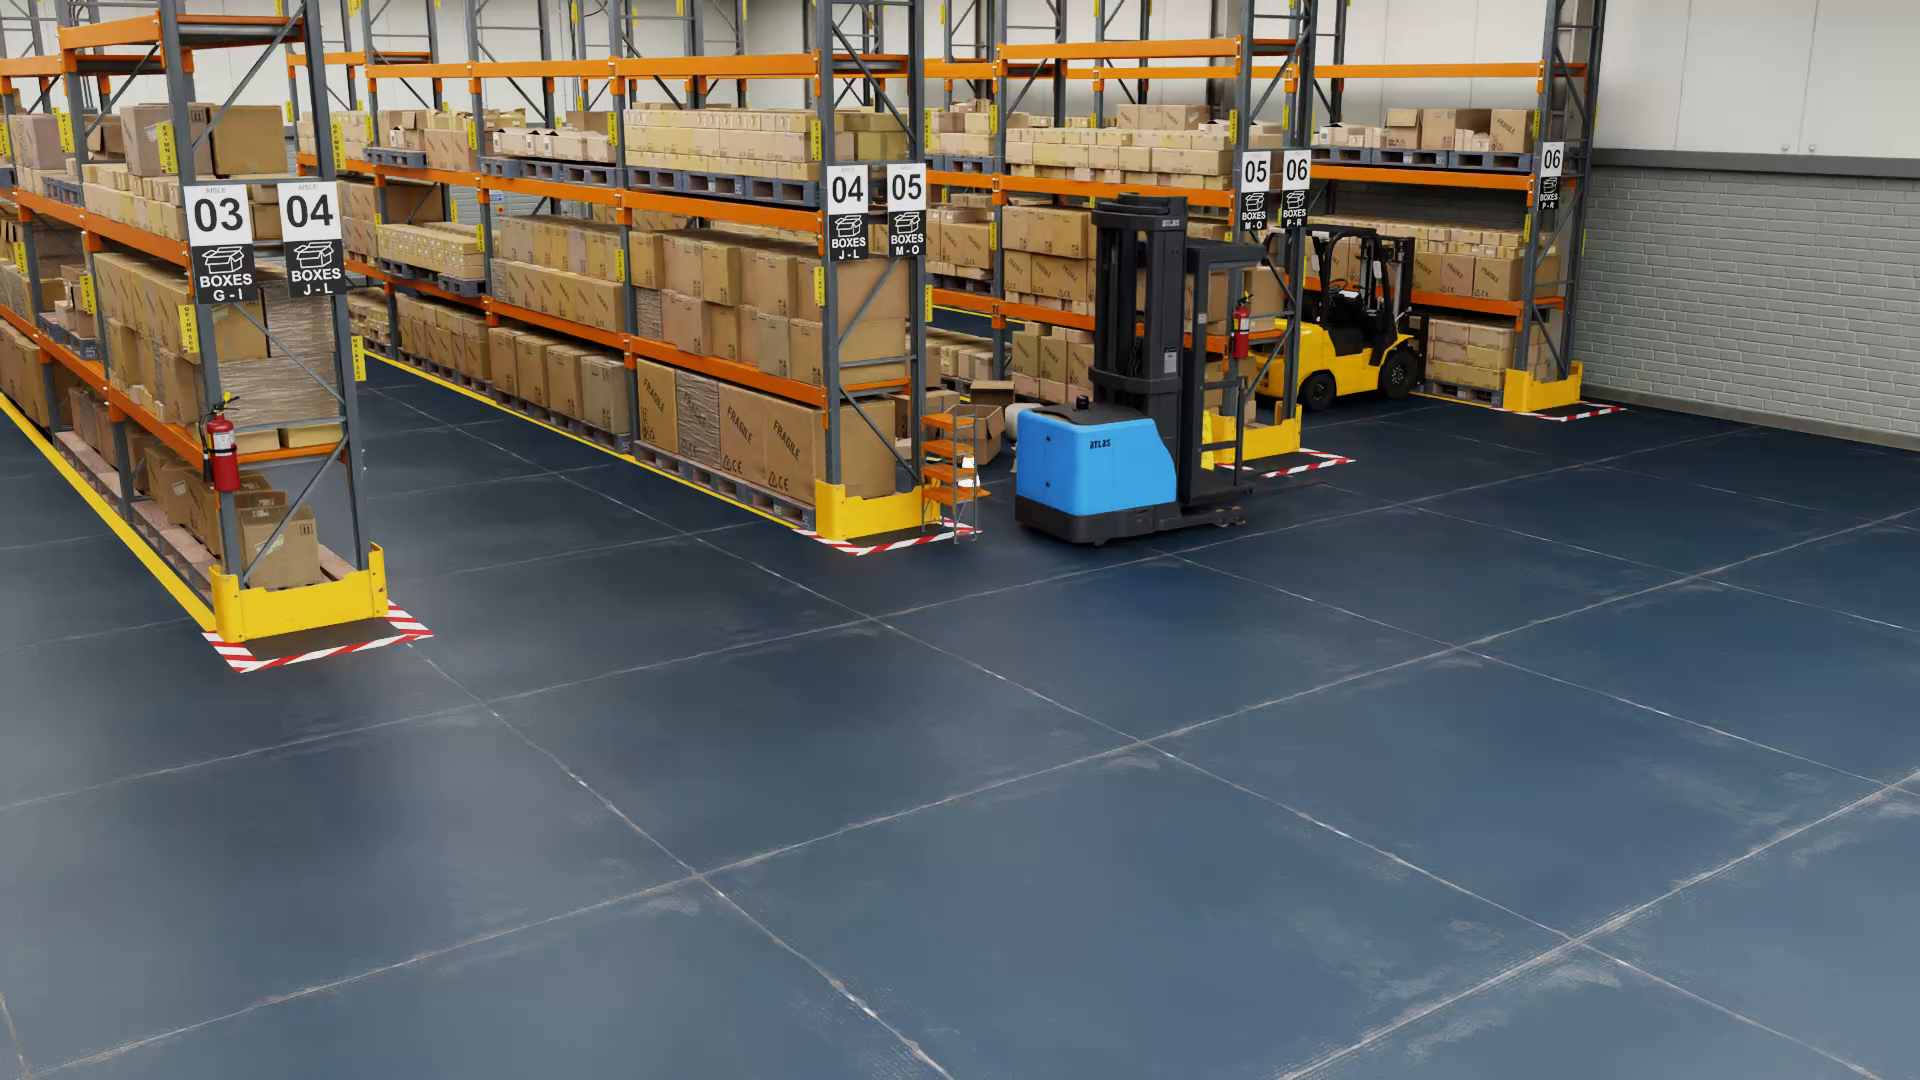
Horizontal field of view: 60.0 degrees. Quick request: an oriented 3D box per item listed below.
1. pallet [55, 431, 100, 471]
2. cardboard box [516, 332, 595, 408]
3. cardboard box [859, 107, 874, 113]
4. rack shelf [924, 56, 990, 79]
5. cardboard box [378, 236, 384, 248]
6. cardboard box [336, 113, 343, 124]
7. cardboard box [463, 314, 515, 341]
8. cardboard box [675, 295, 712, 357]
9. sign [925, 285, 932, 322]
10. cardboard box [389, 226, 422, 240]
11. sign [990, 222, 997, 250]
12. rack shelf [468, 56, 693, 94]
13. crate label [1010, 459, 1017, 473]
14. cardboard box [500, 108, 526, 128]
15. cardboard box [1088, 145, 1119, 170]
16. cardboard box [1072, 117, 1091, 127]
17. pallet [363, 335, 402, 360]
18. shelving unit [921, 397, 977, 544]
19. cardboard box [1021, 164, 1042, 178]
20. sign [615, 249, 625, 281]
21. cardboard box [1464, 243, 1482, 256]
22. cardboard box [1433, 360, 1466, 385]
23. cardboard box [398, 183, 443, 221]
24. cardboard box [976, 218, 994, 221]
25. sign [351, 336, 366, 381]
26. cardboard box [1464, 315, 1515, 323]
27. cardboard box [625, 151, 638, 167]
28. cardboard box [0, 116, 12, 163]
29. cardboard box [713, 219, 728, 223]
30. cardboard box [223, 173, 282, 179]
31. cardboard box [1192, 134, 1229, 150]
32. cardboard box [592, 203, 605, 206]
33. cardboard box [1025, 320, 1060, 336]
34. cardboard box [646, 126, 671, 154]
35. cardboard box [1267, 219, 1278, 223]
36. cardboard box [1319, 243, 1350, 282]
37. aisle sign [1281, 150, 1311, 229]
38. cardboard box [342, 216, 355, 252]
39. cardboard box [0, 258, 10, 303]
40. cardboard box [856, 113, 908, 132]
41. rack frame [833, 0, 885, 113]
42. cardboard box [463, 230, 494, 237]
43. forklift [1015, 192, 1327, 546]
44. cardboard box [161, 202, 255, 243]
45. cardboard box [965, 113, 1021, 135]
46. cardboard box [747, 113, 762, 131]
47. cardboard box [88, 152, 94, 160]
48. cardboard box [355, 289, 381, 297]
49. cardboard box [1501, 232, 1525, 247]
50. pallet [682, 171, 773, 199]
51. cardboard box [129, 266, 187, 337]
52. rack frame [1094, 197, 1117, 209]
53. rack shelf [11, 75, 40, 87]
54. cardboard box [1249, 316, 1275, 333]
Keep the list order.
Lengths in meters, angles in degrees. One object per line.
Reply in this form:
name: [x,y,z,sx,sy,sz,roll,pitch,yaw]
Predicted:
pallet: [-9.060,-1.011,17.871,1.003,0.211,1.213,-11,19,-35]
cardboard box: [-4.644,-2.059,19.882,1.050,0.750,0.750,-11,19,-34]
cardboard box: [-1.545,-7.950,31.031,0.500,0.250,0.500,-11,19,-35]
rack shelf: [-1.017,-8.659,30.536,1.077,0.370,4.000,-11,19,-35]
cardboard box: [-7.939,-4.195,23.338,0.380,0.149,0.250,-11,18,-34]
cardboard box: [-8.985,-6.230,24.557,0.380,0.149,0.250,-11,19,-35]
cardboard box: [-6.061,-2.735,21.408,0.500,0.250,0.500,-11,19,-36]
cardboard box: [-2.304,-2.165,16.521,0.875,0.550,0.550,-11,19,-35]
sign: [-0.290,-2.104,14.791,0.100,0.325,0.005,-11,19,-35]
cardboard box: [-7.621,-4.225,22.883,0.380,0.149,0.250,-11,19,-34]
sign: [0.403,-3.679,20.142,0.100,0.325,0.005,-11,19,-35]
rack shelf: [-4.270,-5.198,18.643,1.077,0.370,4.000,-11,19,-35]
crate label: [0.695,-0.777,17.157,0.298,0.136,0.250,7,17,23]
cardboard box: [-5.764,-5.375,21.211,0.396,0.266,0.258,-11,19,-35]
cardboard box: [1.781,-4.264,18.511,0.500,0.250,0.500,-11,19,-34]
cardboard box: [2.000,-6.643,26.449,0.380,0.149,0.250,-12,19,-36]
pallet: [-8.222,-2.919,24.840,1.003,0.211,1.213,-11,19,-35]
shelving unit: [-0.097,-0.614,14.547,0.258,1.200,0.503,-11,19,-35]
cardboard box: [0.942,-4.363,19.630,0.380,0.149,0.250,-11,19,-34]
sign: [-3.528,-2.851,17.269,0.100,0.325,0.005,-11,19,-35]
cardboard box: [6.507,-3.631,20.742,0.380,0.149,0.250,-10,18,-34]
cardboard box: [6.398,-2.160,21.198,0.500,0.250,0.500,-11,19,-35]
cardboard box: [-7.866,-4.934,24.274,0.500,0.500,0.500,-10,18,-33]
cardboard box: [0.232,-3.961,21.817,0.500,0.500,0.500,-11,19,-35]
sign: [-4.375,-1.317,12.065,0.100,0.325,0.005,-11,19,-35]
cardboard box: [6.789,-2.721,21.355,0.500,0.250,0.500,-11,19,-34]
cardboard box: [-3.155,-3.863,16.818,0.380,0.149,0.250,-11,19,-35]
cardboard box: [-10.513,-4.511,18.707,0.500,0.500,0.500,-10,18,-32]
cardboard box: [-3.506,-5.203,25.821,0.500,0.500,0.500,-11,19,-35]
cardboard box: [-5.353,-2.703,12.618,0.380,0.149,0.250,-11,19,-35]
cardboard box: [2.644,-4.151,17.343,0.380,0.149,0.250,-10,18,-34]
cardboard box: [-6.154,-6.154,29.294,0.500,0.500,0.500,-11,19,-36]
cardboard box: [1.004,-2.554,19.990,0.380,0.149,0.250,-11,19,-34]
cardboard box: [-2.736,-3.931,16.309,0.500,0.250,0.500,-11,19,-35]
cardboard box: [4.568,-4.567,24.162,0.380,0.149,0.250,-11,19,-35]
cardboard box: [5.232,-3.783,22.526,0.500,0.500,0.500,-10,18,-34]
aisle sign: [3.489,-3.642,17.276,0.394,0.787,0.004,-11,19,-35]
cardboard box: [-8.907,-4.594,24.927,0.500,0.500,0.500,-11,19,-35]
cardboard box: [-11.505,-3.181,20.328,0.500,0.500,0.500,-11,19,-34]
cardboard box: [-0.681,-3.645,14.510,0.380,0.149,0.250,-11,19,-34]
rack frame: [-1.502,-6.955,22.941,1.000,3.000,0.127,-11,19,-35]
cardboard box: [-6.479,-4.103,22.438,0.380,0.149,0.250,-11,19,-35]
forklift: [2.022,-1.632,14.988,3.031,2.935,1.130,-9,18,-30]
cardboard box: [-5.303,-2.253,11.728,0.500,0.250,0.500,-10,18,-33]
cardboard box: [0.406,-5.129,20.495,0.500,0.250,0.500,-10,18,-33]
cardboard box: [-1.665,-3.707,14.736,0.380,0.149,0.250,-10,18,-34]
cardboard box: [-7.800,-3.439,15.235,0.396,0.266,0.258,-10,18,-33]
cardboard box: [-9.533,-3.958,26.833,0.380,0.149,0.250,-10,18,-33]
cardboard box: [6.834,-3.673,20.331,0.380,0.149,0.250,-11,19,-34]
pallet: [-1.909,-3.385,15.747,1.003,0.211,1.213,-11,19,-35]
cardboard box: [-6.215,-1.889,13.149,0.500,0.500,0.500,-11,19,-35]
rack frame: [2.511,-4.833,26.551,1.000,3.000,0.127,-11,19,-35]
rack shelf: [-13.046,-6.158,22.150,1.077,0.370,4.000,-11,19,-35]
cardboard box: [3.170,-2.337,17.907,0.380,0.149,0.250,-11,19,-34]
